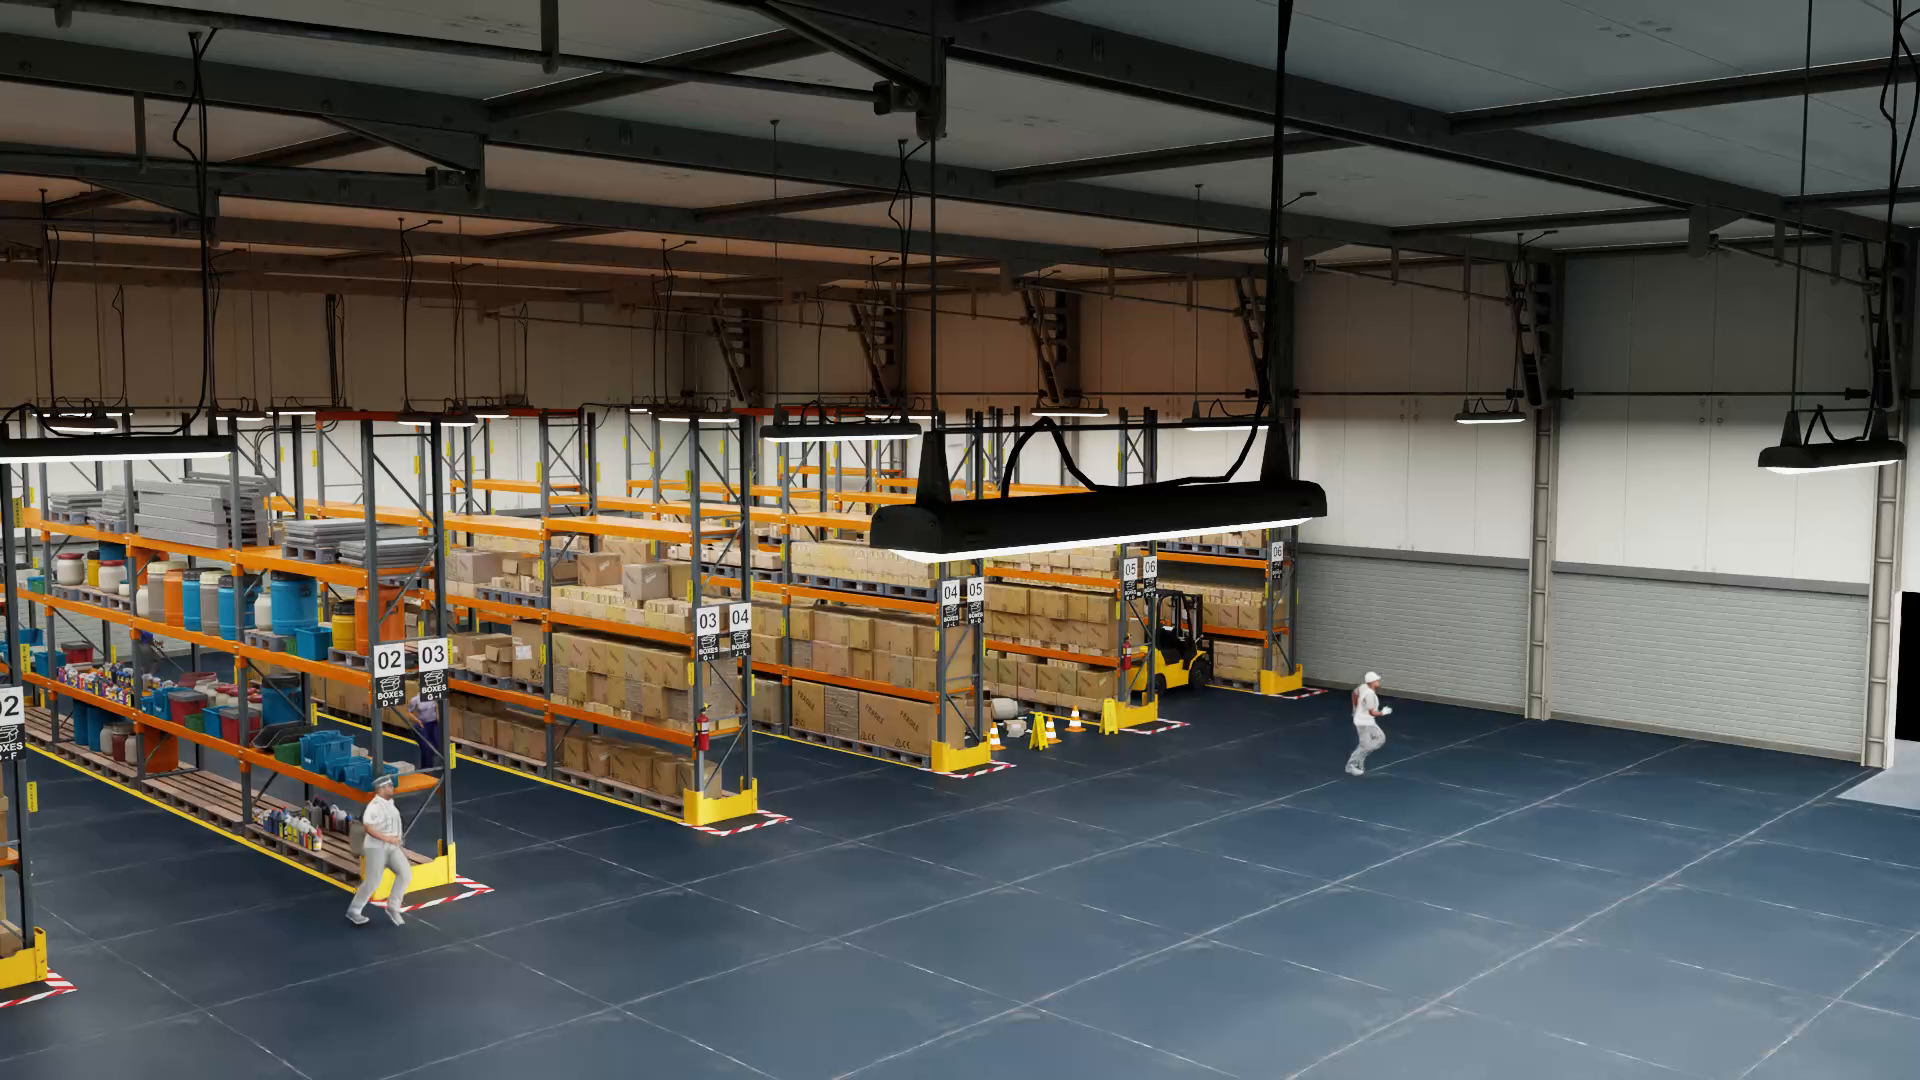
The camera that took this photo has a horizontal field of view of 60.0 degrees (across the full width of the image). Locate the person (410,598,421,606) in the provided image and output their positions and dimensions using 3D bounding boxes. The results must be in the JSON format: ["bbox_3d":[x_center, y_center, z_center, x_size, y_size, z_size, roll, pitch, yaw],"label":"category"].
[{"bbox_3d":[-13.033,1.981,39.443,0.794,1.761,0.698,4,7,41],"label":"person"}]

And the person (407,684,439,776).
[{"bbox_3d":[-8.816,3.099,27.493,0.586,1.601,0.524,-4,7,-41],"label":"person"}]

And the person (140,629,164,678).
[{"bbox_3d":[-17.365,2.381,35.526,0.664,1.638,0.582,-3,6,-31],"label":"person"}]

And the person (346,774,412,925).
[{"bbox_3d":[-6.933,3.712,19.946,0.696,1.810,0.730,1,5,9],"label":"person"}]

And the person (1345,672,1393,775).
[{"bbox_3d":[6.750,3.022,27.432,0.728,1.721,0.722,1,5,11],"label":"person"}]
